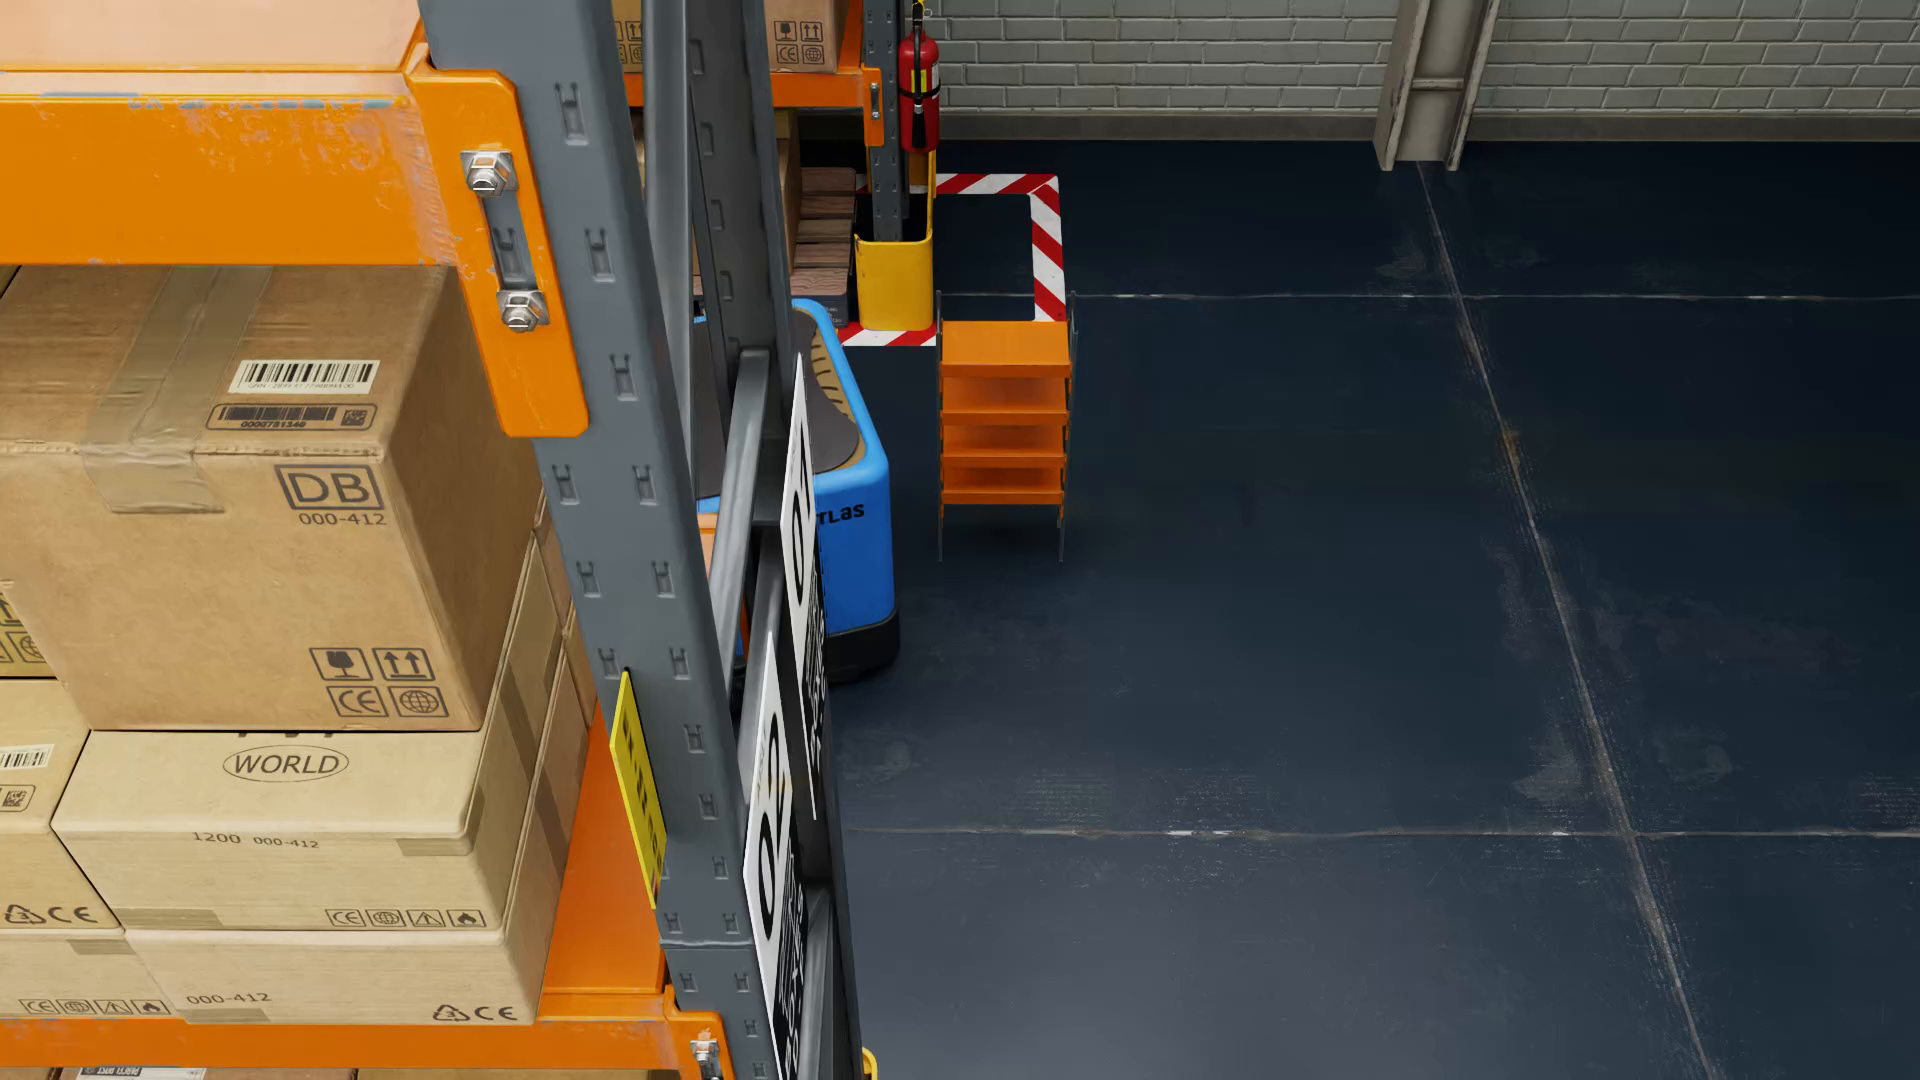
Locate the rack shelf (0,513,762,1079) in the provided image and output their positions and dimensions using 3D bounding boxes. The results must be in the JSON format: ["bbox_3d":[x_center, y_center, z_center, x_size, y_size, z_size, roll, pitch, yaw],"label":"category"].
[{"bbox_3d":[-2.336,0.421,2.832,4.000,0.370,1.077,0,47,0],"label":"rack shelf"}]

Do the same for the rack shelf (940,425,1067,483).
[{"bbox_3d":[0.166,-0.363,6.440,0.480,0.148,0.258,0,47,0],"label":"rack shelf"}]

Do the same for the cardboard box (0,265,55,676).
[{"bbox_3d":[-1.349,-0.246,2.210,0.500,0.500,0.700,0,47,0],"label":"cardboard box"}]

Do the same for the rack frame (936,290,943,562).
[{"bbox_3d":[-0.078,-0.409,6.392,0.015,1.200,0.240,0,47,0],"label":"rack frame"}]

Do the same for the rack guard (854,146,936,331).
[{"bbox_3d":[-0.297,-1.571,7.951,0.348,0.500,1.175,0,47,0],"label":"rack guard"}]

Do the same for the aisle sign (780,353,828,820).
[{"bbox_3d":[-0.266,0.103,2.910,0.004,0.787,0.394,0,47,0],"label":"aisle sign"}]

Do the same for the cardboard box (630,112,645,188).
[{"bbox_3d":[-1.406,-1.731,7.370,0.250,0.149,0.380,1,47,1],"label":"cardboard box"}]

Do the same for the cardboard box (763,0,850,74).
[{"bbox_3d":[-0.831,-2.519,6.921,0.700,0.700,0.980,2,47,2],"label":"cardboard box"}]

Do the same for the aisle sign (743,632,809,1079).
[{"bbox_3d":[-0.268,0.542,2.501,0.004,0.787,0.394,0,47,0],"label":"aisle sign"}]

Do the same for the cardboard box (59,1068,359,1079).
[{"bbox_3d":[-1.287,1.028,3.073,0.500,0.500,0.500,1,47,1],"label":"cardboard box"}]

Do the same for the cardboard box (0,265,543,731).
[{"bbox_3d":[-0.849,-0.183,2.151,0.500,0.500,0.700,0,47,0],"label":"cardboard box"}]

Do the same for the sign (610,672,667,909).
[{"bbox_3d":[-0.358,0.286,1.861,0.005,0.325,0.100,0,47,0],"label":"sign"}]

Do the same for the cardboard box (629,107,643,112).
[{"bbox_3d":[-1.402,-2.011,7.631,0.250,0.149,0.380,0,47,0],"label":"cardboard box"}]

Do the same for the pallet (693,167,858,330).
[{"bbox_3d":[-1.121,-1.417,8.006,1.213,0.211,1.003,0,47,0],"label":"pallet"}]

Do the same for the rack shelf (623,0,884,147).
[{"bbox_3d":[-2.321,-2.183,7.305,4.000,0.370,1.077,0,47,0],"label":"rack shelf"}]

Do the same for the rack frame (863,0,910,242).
[{"bbox_3d":[-0.321,-2.423,7.037,0.127,3.000,1.000,0,47,0],"label":"rack frame"}]

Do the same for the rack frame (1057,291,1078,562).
[{"bbox_3d":[0.410,-0.408,6.391,0.015,1.200,0.240,0,47,0],"label":"rack frame"}]

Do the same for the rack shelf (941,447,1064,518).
[{"bbox_3d":[0.166,-0.227,6.586,0.480,0.148,0.258,0,47,0],"label":"rack shelf"}]

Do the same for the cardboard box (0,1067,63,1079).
[{"bbox_3d":[-1.805,1.030,3.071,0.500,0.500,0.500,1,47,1],"label":"cardboard box"}]

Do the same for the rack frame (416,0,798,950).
[{"bbox_3d":[-0.336,-0.841,1.466,0.127,3.000,1.000,0,47,0],"label":"rack frame"}]

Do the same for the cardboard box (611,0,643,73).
[{"bbox_3d":[-1.558,-2.513,6.915,0.700,0.700,0.980,0,47,0],"label":"cardboard box"}]

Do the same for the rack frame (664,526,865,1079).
[{"bbox_3d":[-0.336,1.203,3.661,0.127,3.000,1.000,0,47,0],"label":"rack frame"}]

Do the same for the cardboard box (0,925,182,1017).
[{"bbox_3d":[-1.350,0.415,2.449,0.500,0.250,0.500,0,47,0],"label":"cardboard box"}]

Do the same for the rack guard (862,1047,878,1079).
[{"bbox_3d":[-0.412,2.055,4.577,0.348,0.500,1.175,0,47,0],"label":"rack guard"}]

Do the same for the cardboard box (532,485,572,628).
[{"bbox_3d":[-0.848,-0.130,2.614,0.500,0.250,0.500,0,47,0],"label":"cardboard box"}]

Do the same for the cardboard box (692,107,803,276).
[{"bbox_3d":[-1.021,-1.643,7.731,0.500,0.500,0.700,0,47,0],"label":"cardboard box"}]

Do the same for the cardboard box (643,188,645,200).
[{"bbox_3d":[-1.522,-1.644,7.733,0.500,0.500,0.700,0,47,0],"label":"cardboard box"}]

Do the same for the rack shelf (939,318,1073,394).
[{"bbox_3d":[0.166,-0.676,6.104,0.480,0.148,0.258,0,47,0],"label":"rack shelf"}]

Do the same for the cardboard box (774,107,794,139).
[{"bbox_3d":[-0.895,-2.010,7.630,0.250,0.149,0.380,0,47,0],"label":"cardboard box"}]

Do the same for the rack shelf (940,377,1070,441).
[{"bbox_3d":[0.166,-0.515,6.277,0.480,0.148,0.258,0,47,0],"label":"rack shelf"}]

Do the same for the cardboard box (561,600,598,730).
[{"bbox_3d":[-0.848,0.045,2.793,0.500,0.250,0.500,0,47,0],"label":"cardboard box"}]

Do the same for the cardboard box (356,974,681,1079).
[{"bbox_3d":[-0.782,1.029,3.073,0.500,0.500,0.500,0,47,0],"label":"cardboard box"}]

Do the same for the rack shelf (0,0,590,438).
[{"bbox_3d":[-2.336,-0.600,1.735,4.000,0.370,1.077,0,47,0],"label":"rack shelf"}]

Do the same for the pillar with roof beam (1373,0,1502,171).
[{"bbox_3d":[2.366,-1.941,2.490,0.400,9.000,9.100,0,47,0],"label":"pillar with roof beam"}]

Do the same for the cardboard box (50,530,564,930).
[{"bbox_3d":[-0.850,0.247,2.263,0.500,0.250,0.500,0,47,0],"label":"cardboard box"}]

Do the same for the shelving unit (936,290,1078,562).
[{"bbox_3d":[0.166,-0.408,6.391,0.503,1.200,0.258,0,47,0],"label":"shelving unit"}]

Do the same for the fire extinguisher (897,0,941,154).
[{"bbox_3d":[-0.172,-1.931,6.887,0.183,0.674,0.296,0,47,0],"label":"fire extinguisher"}]

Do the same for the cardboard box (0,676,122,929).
[{"bbox_3d":[-1.350,0.246,2.264,0.500,0.250,0.500,0,47,0],"label":"cardboard box"}]

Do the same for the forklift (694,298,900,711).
[{"bbox_3d":[-1.804,-0.529,5.321,3.031,2.935,1.130,-13,48,-12],"label":"forklift"}]

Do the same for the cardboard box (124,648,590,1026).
[{"bbox_3d":[-0.850,0.424,2.440,0.500,0.250,0.500,0,47,0],"label":"cardboard box"}]
